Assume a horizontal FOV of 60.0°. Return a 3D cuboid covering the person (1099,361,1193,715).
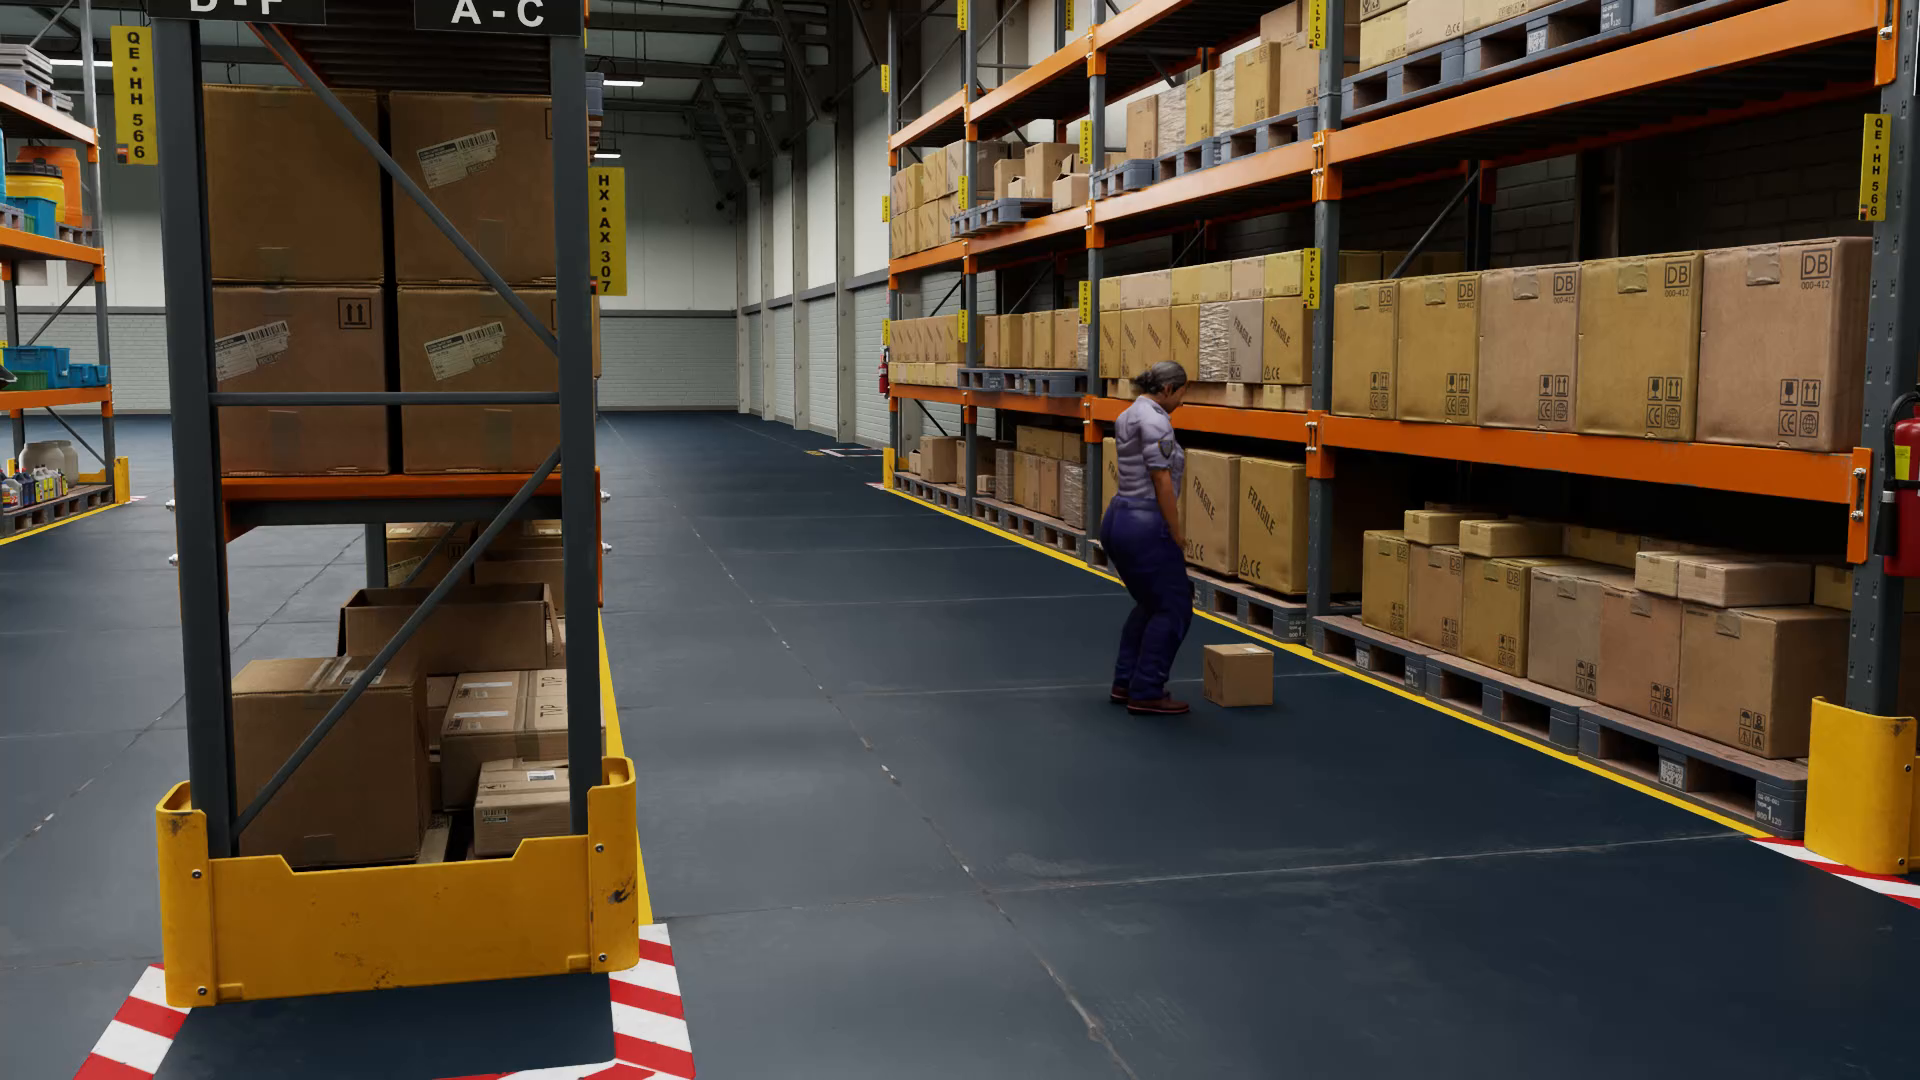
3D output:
[{"bbox_3d":[0.853,-0.019,7.672,0.396,1.607,0.496,-1,6,-12],"label":"person"}]
